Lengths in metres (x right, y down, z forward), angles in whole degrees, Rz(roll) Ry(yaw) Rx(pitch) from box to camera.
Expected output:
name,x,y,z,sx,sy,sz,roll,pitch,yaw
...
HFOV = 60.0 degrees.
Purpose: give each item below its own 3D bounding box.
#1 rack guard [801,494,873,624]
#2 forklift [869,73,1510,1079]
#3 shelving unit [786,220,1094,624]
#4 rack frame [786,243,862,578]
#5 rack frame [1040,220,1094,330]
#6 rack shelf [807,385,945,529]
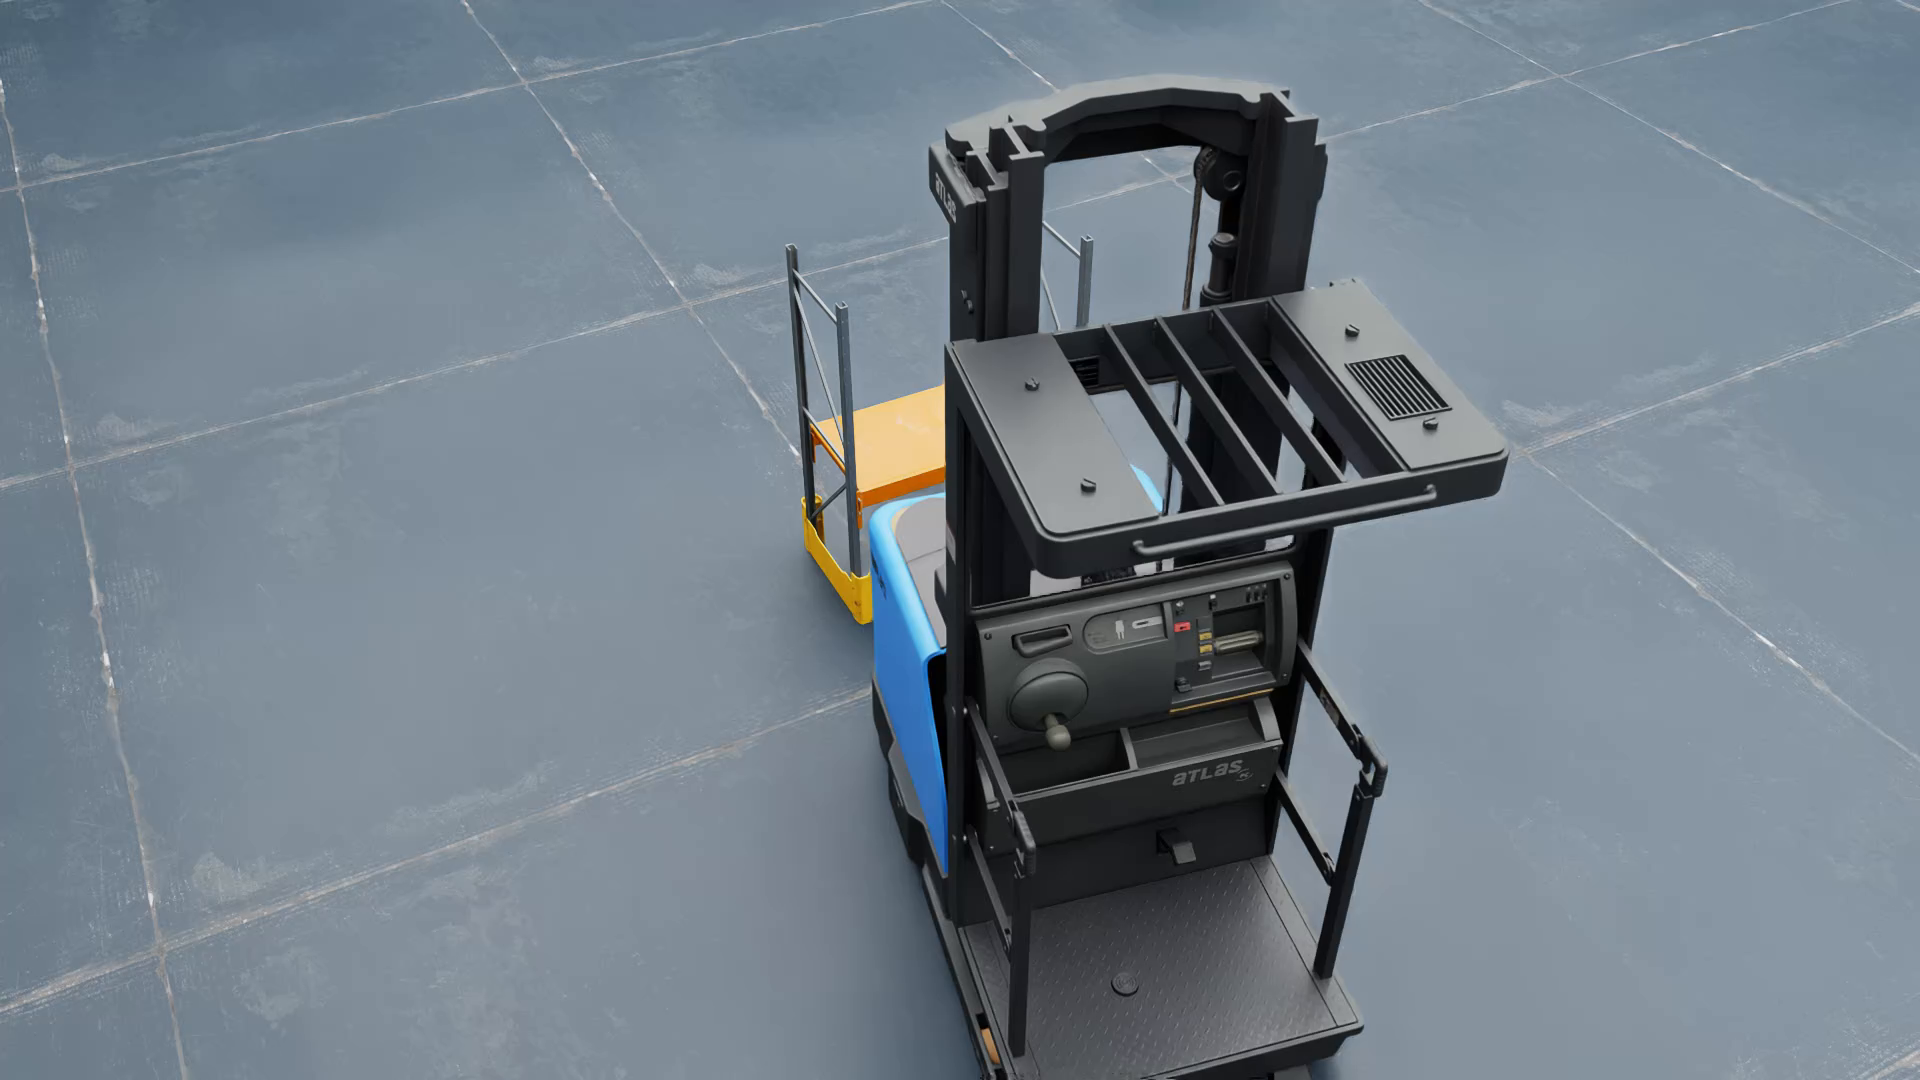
name,x,y,z,sx,sy,sz,roll,pitch,yaw
rack guard,-0.509,0.076,6.967,0.087,0.250,0.587,-19,44,-21
forklift,0.567,0.409,4.499,1.130,2.935,3.031,-11,41,-12
shelving unit,-0.068,-0.550,6.739,1.083,1.500,0.587,-19,44,-21
rack frame,-0.527,-0.395,6.556,0.032,1.500,0.500,-19,44,-21
rack frame,0.375,-0.699,6.915,0.032,1.500,0.500,-19,44,-21
rack shelf,-0.076,-0.410,6.852,1.000,0.185,0.538,-19,44,-21
